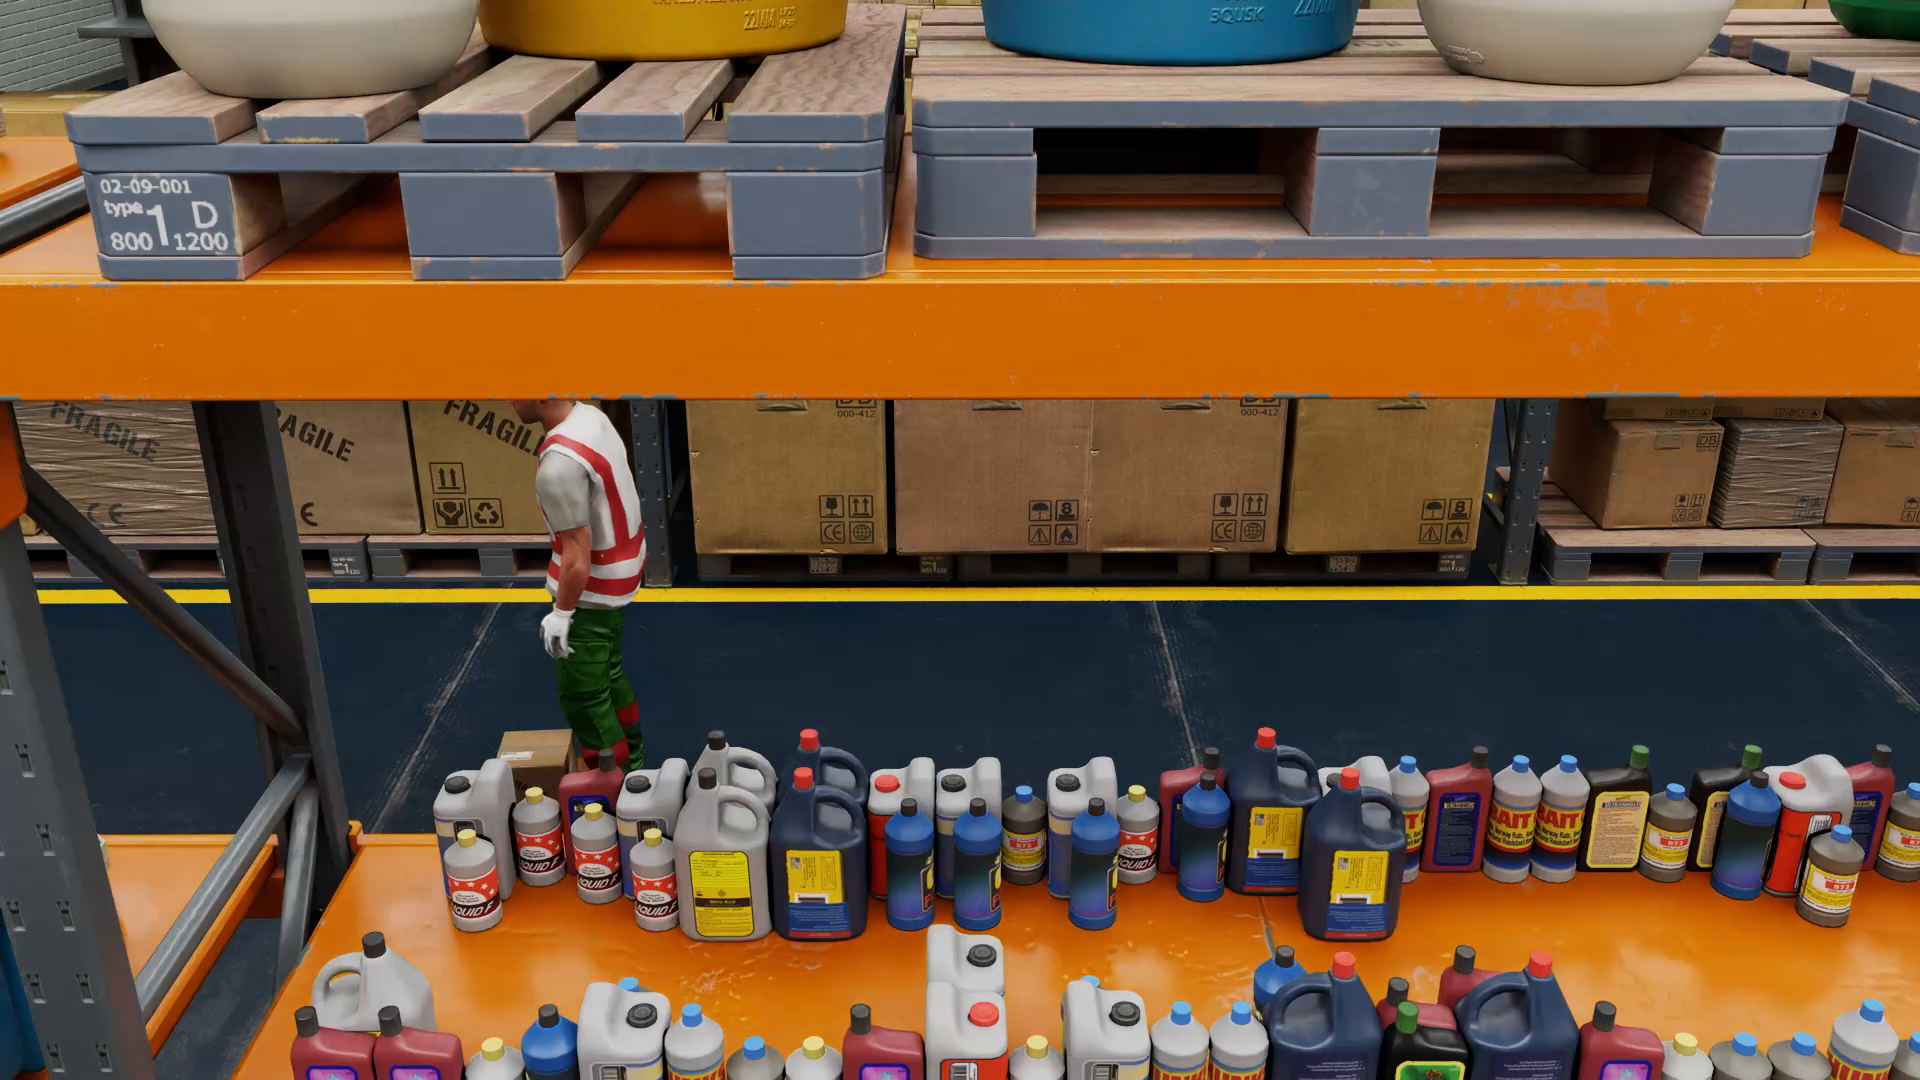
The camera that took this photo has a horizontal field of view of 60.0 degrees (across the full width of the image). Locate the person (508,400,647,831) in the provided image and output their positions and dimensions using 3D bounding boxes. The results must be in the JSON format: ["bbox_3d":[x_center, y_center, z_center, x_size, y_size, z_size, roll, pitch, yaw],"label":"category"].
[{"bbox_3d":[-1.304,0.162,5.717,0.450,1.780,0.607,0,24,0],"label":"person"}]
